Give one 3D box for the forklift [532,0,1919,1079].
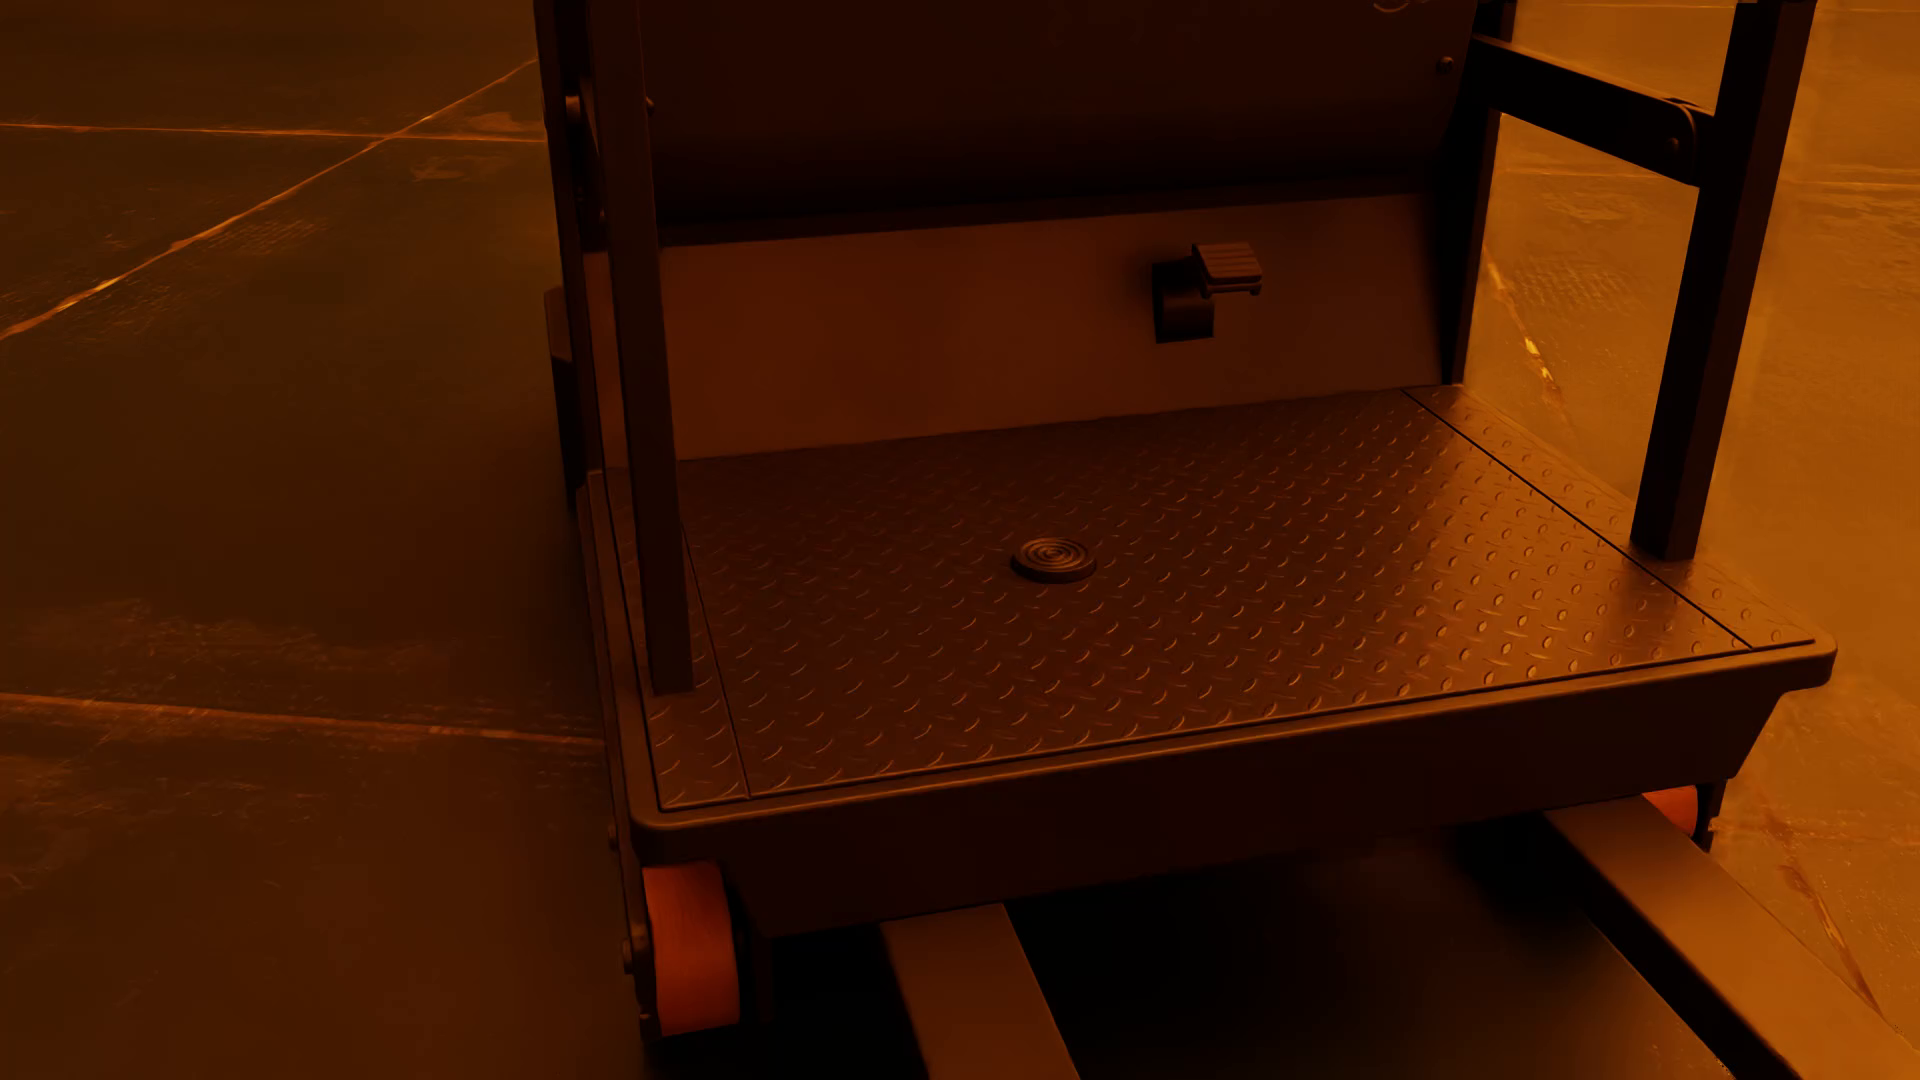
[{"bbox_3d":[0.159,-1.038,1.297,1.130,2.935,3.031,-7,27,-13],"label":"forklift"}]
